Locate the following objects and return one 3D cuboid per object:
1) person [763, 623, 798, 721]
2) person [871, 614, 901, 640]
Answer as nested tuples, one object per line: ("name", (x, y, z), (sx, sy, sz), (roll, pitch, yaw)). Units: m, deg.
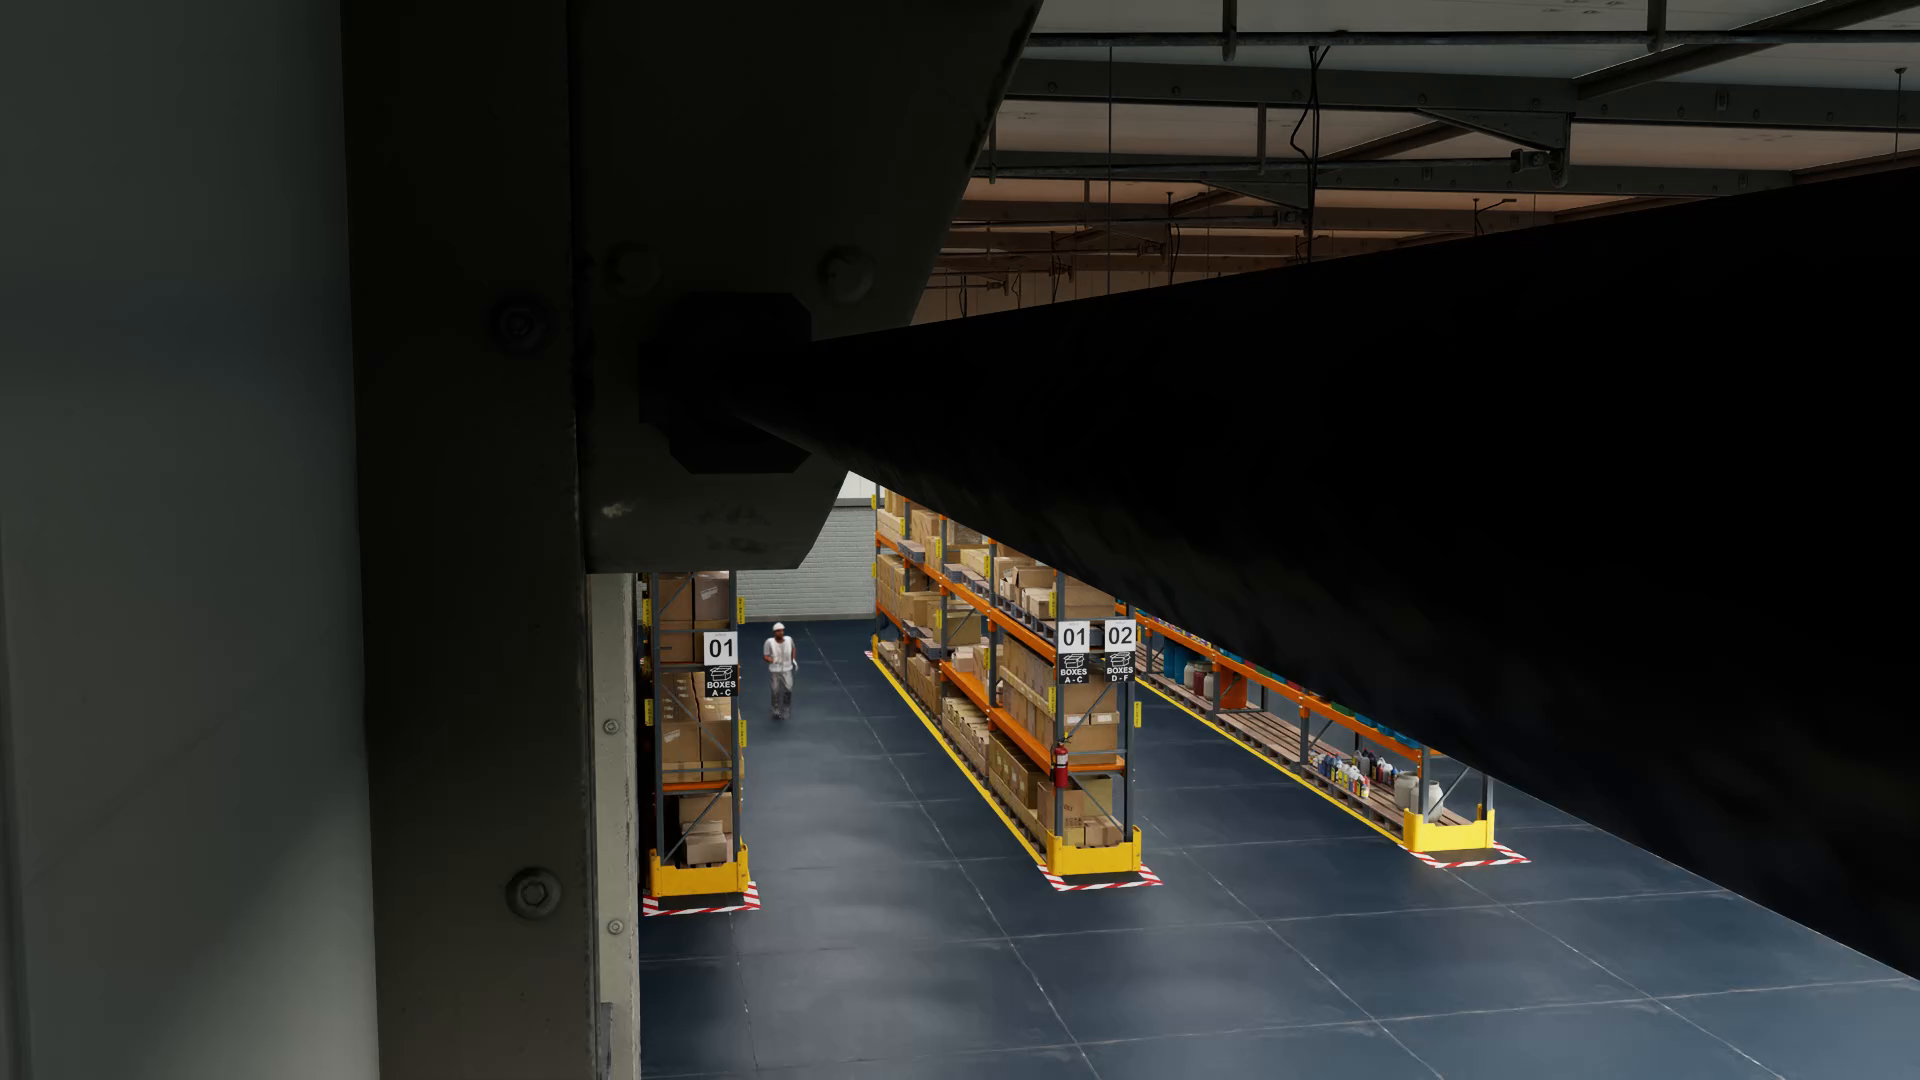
("person", (-3.224, 2.374, 29.963), (0.654, 1.784, 0.797), (-2, 6, -15))
("person", (-1.610, 1.621, 38.179), (0.849, 1.608, 0.538), (1, 6, 12))
